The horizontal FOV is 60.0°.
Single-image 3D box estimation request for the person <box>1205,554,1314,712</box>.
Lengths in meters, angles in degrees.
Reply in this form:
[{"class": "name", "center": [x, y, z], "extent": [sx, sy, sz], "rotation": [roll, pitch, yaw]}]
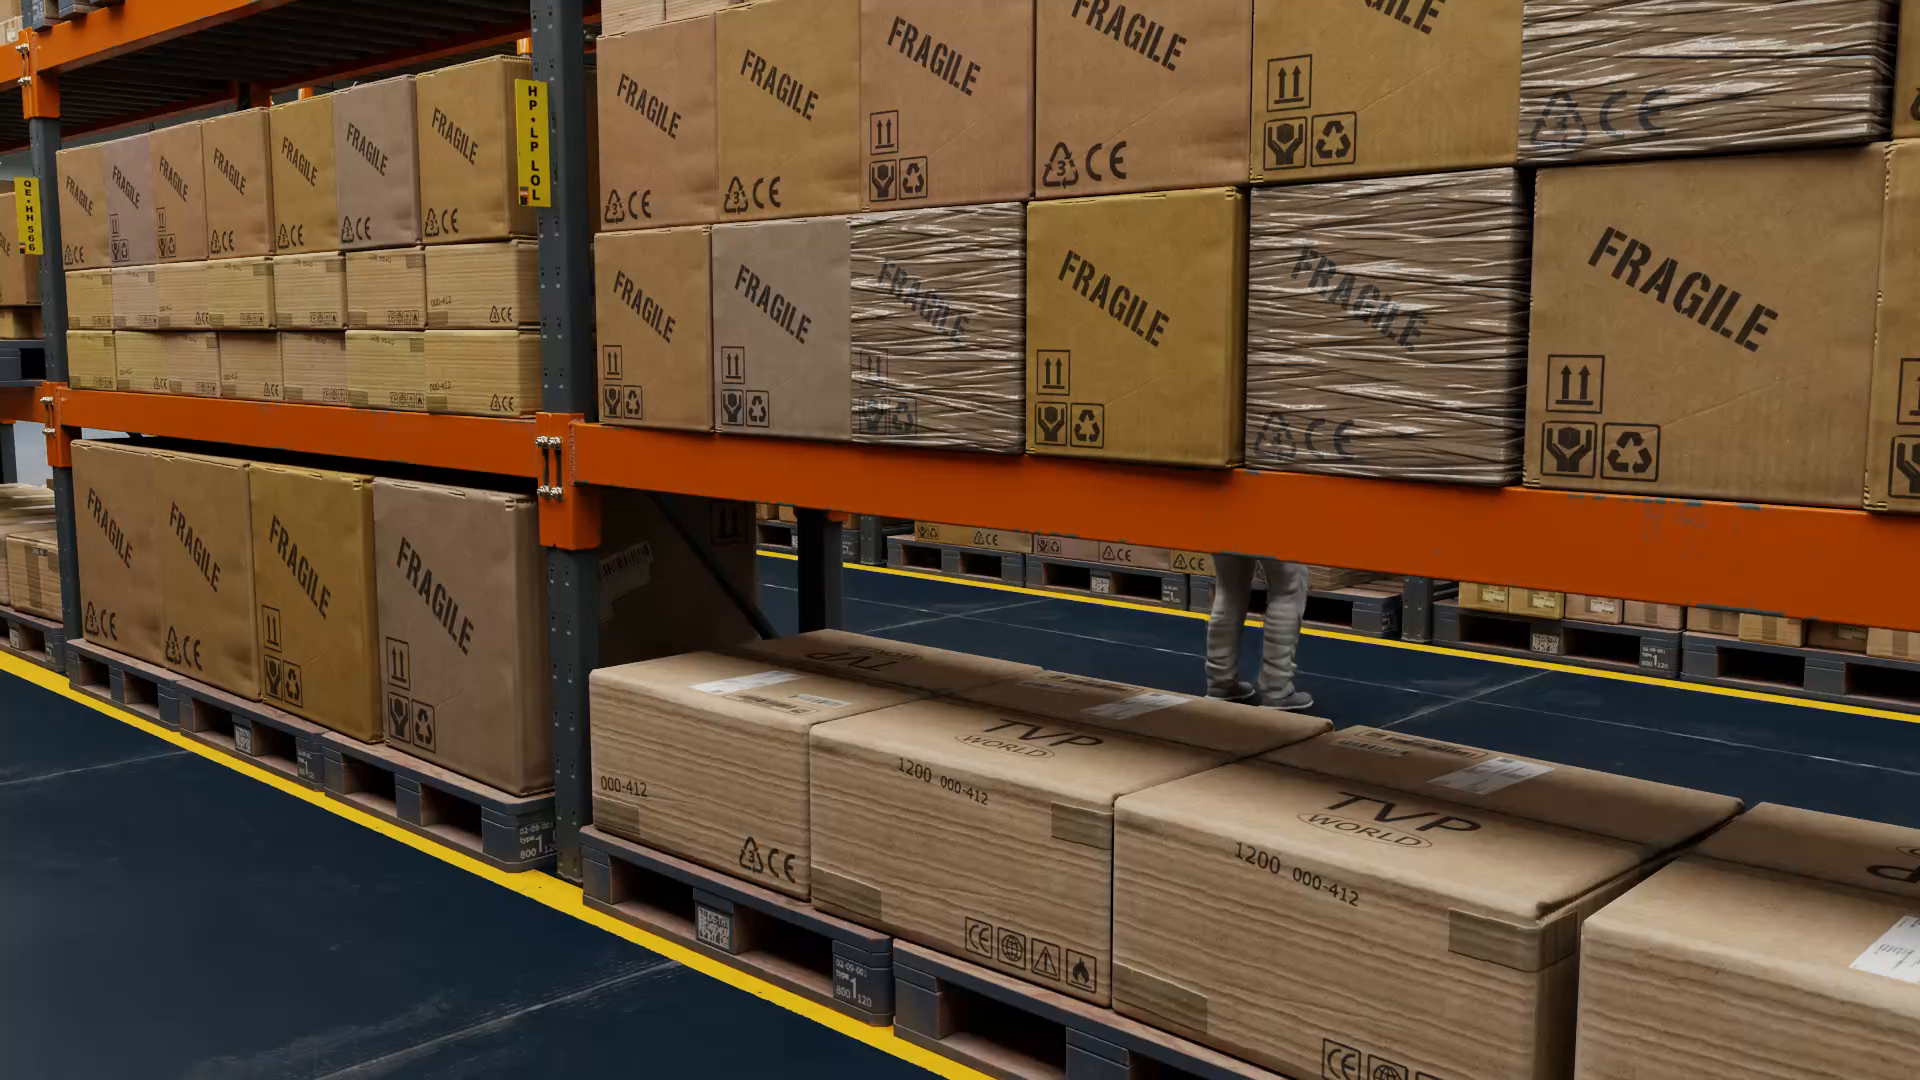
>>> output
[{"class": "person", "center": [1.270, -0.140, 6.881], "extent": [0.456, 1.660, 0.535], "rotation": [7, 10, 44]}]
